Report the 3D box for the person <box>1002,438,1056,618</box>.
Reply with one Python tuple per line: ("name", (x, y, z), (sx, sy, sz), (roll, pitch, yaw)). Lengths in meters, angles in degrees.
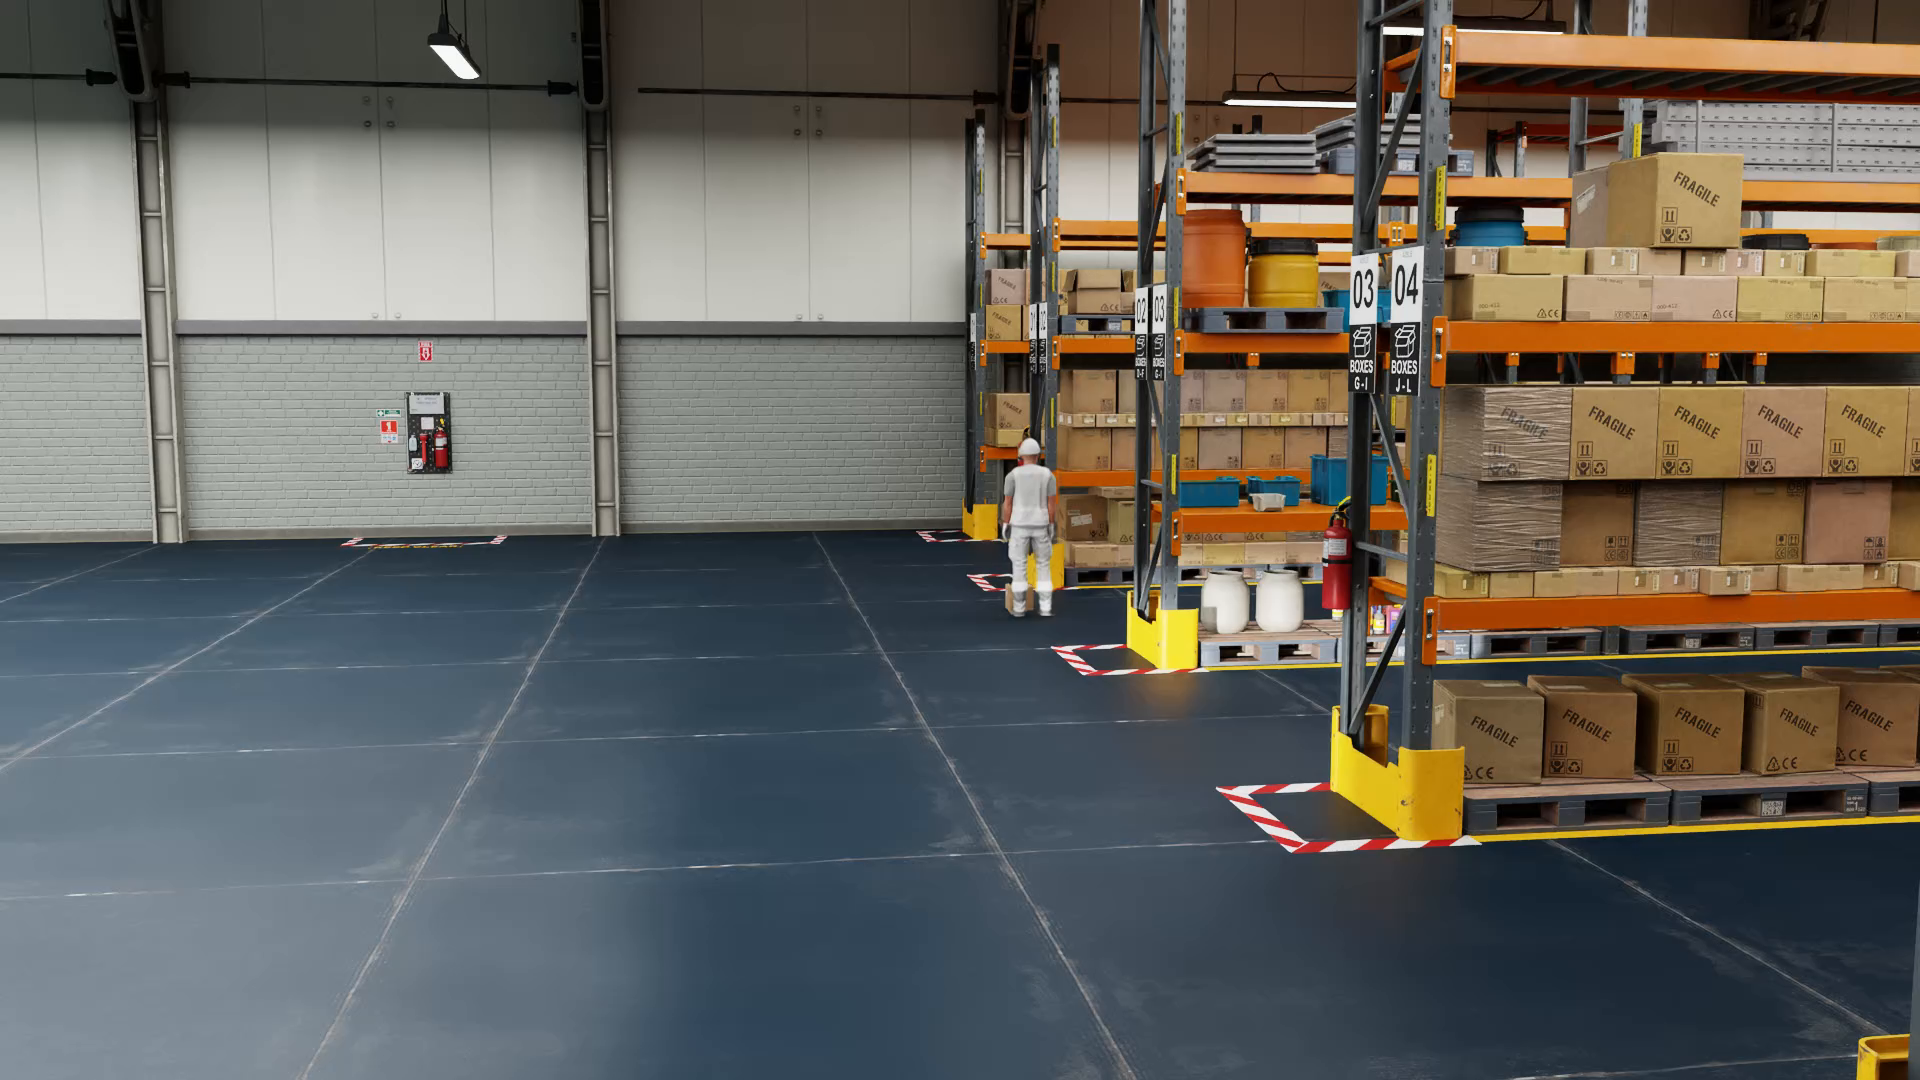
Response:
("person", (0.688, -0.123, 16.673), (0.526, 1.796, 0.371), (-1, 6, -8))
